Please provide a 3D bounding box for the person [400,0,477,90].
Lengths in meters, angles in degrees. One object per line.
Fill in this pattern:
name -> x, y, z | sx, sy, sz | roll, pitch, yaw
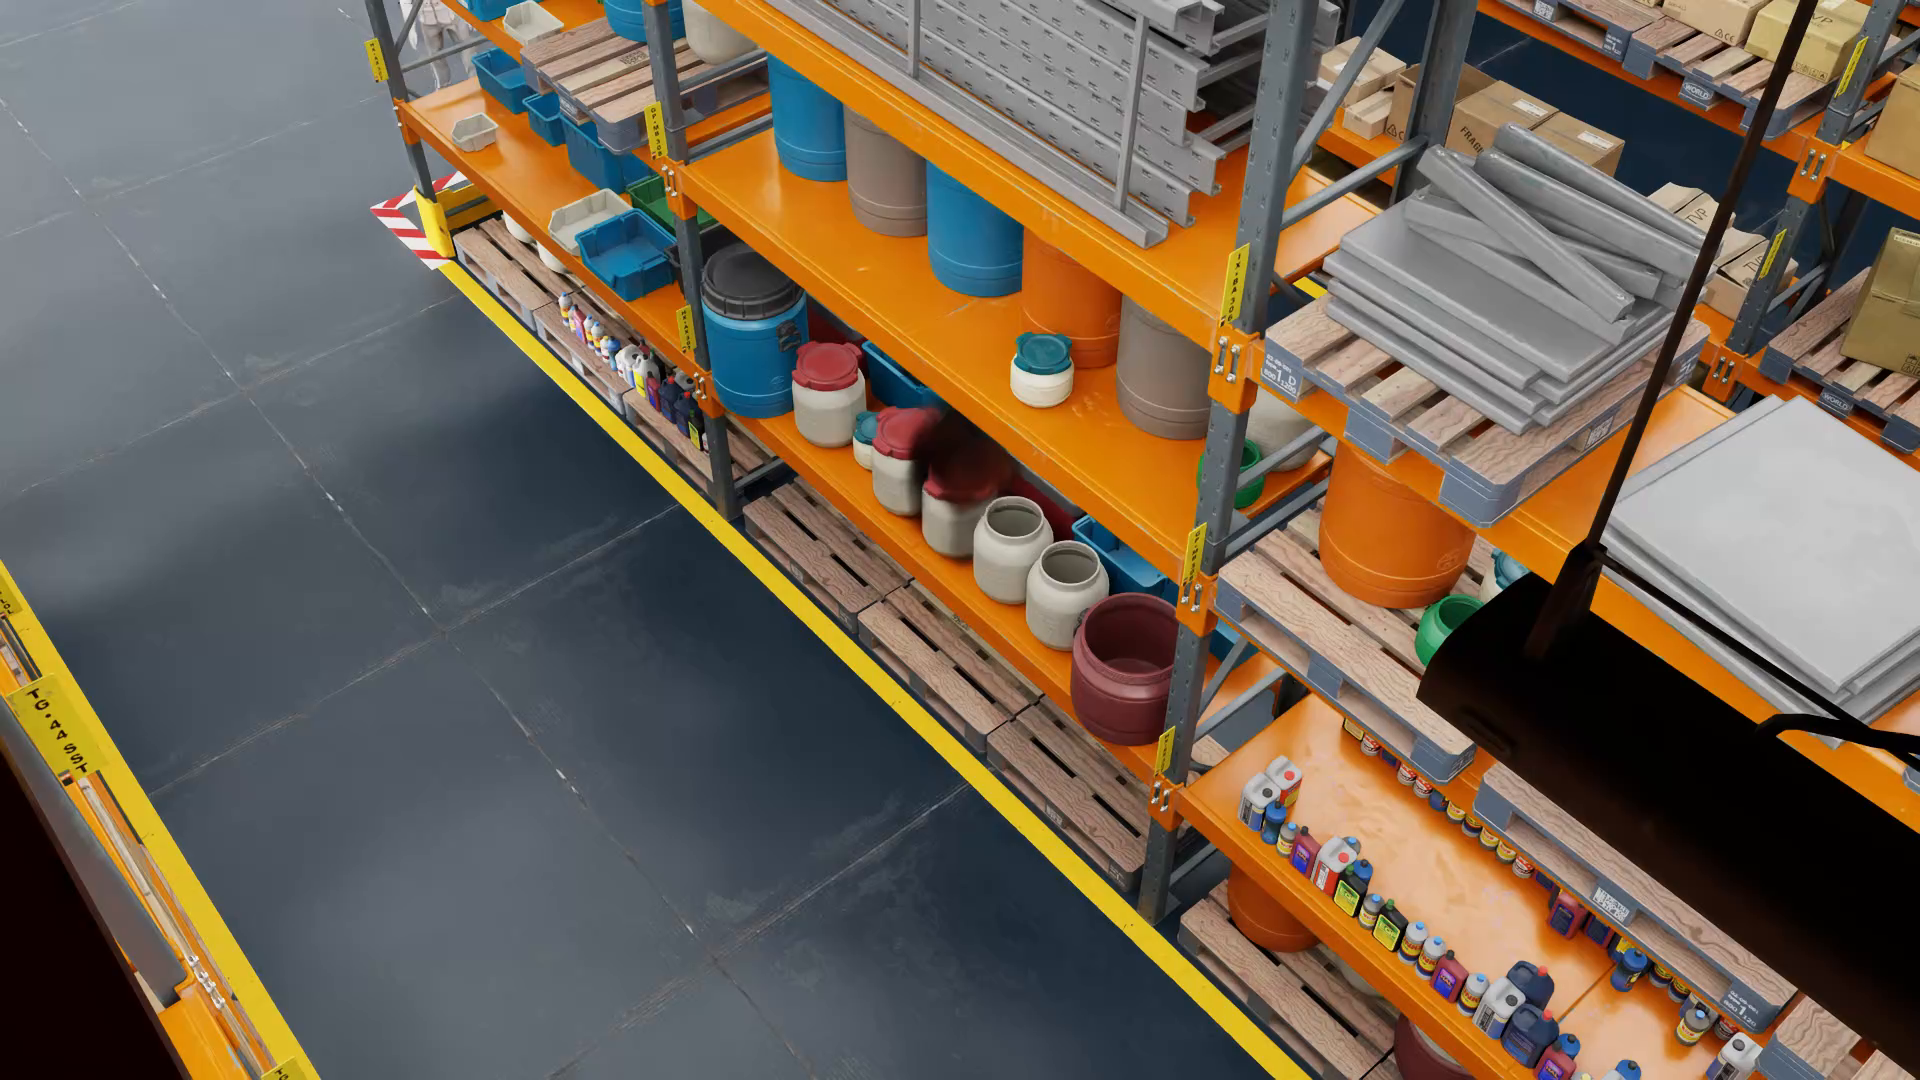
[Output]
person -> -4.326, -4.335, 13.978 | 0.641, 1.714, 0.442 | -2, 47, -2
